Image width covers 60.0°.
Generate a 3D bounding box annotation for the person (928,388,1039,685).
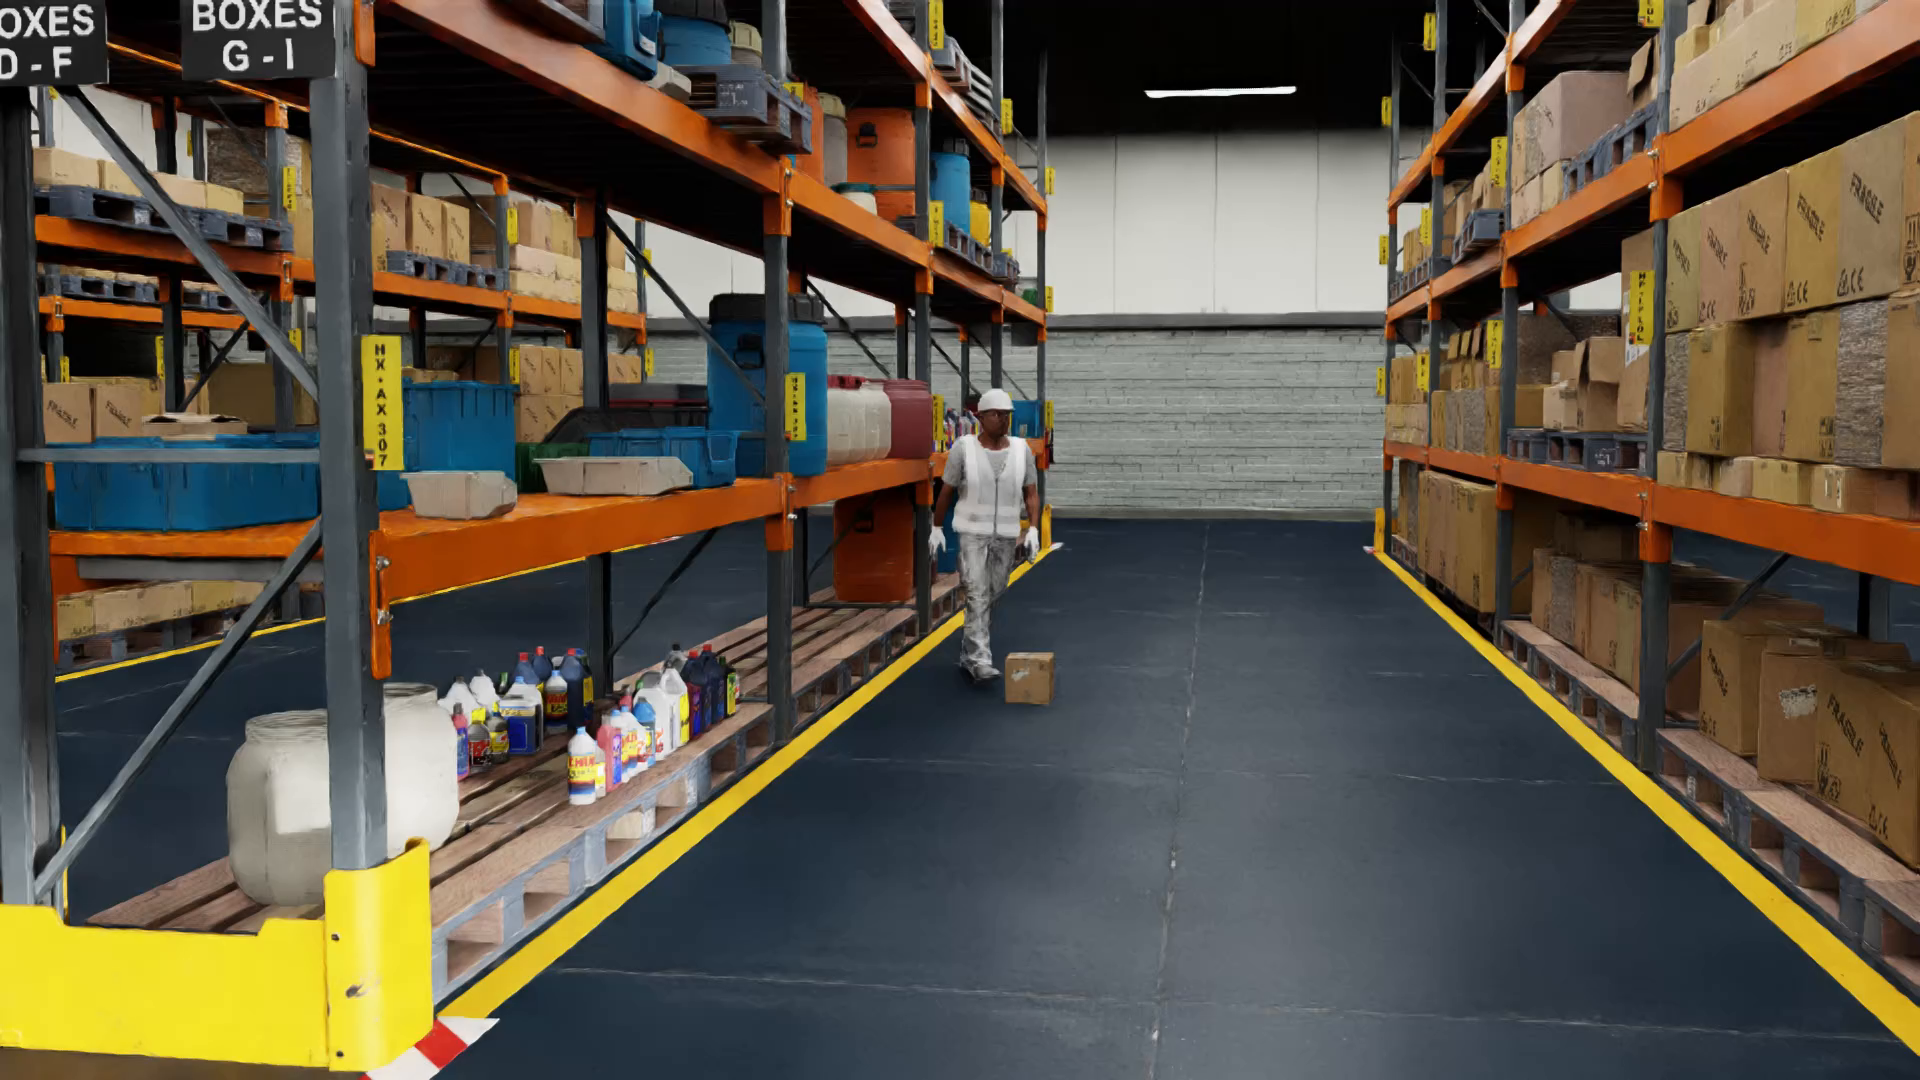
[{"bbox_3d":[0.173,-0.034,10.001,0.631,1.747,0.970,-2,5,-20],"label":"person"}]
